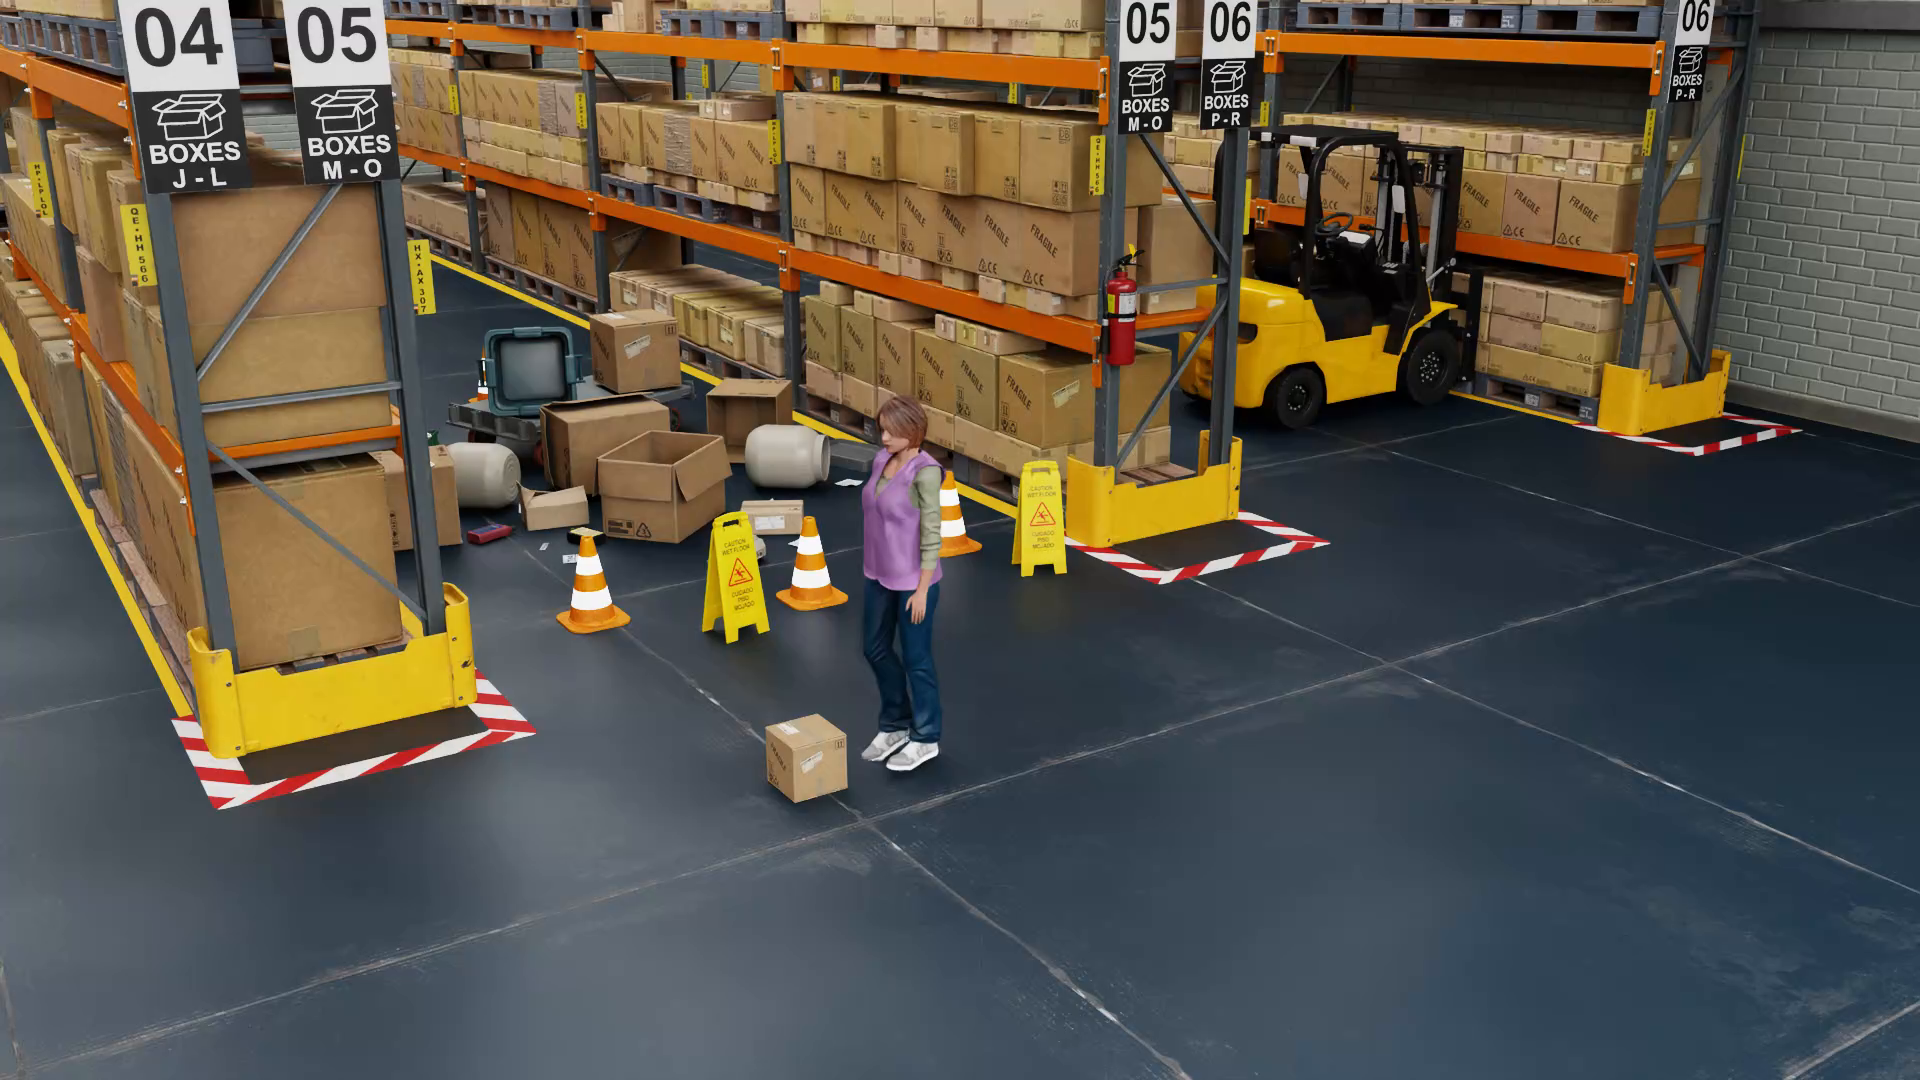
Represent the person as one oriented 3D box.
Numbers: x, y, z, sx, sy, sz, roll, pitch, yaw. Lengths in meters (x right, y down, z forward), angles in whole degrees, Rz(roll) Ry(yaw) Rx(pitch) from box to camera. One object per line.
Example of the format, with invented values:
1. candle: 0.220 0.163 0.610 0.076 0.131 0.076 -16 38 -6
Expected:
1. person: -0.243 0.193 6.985 0.309 1.639 0.451 -14 23 -36
